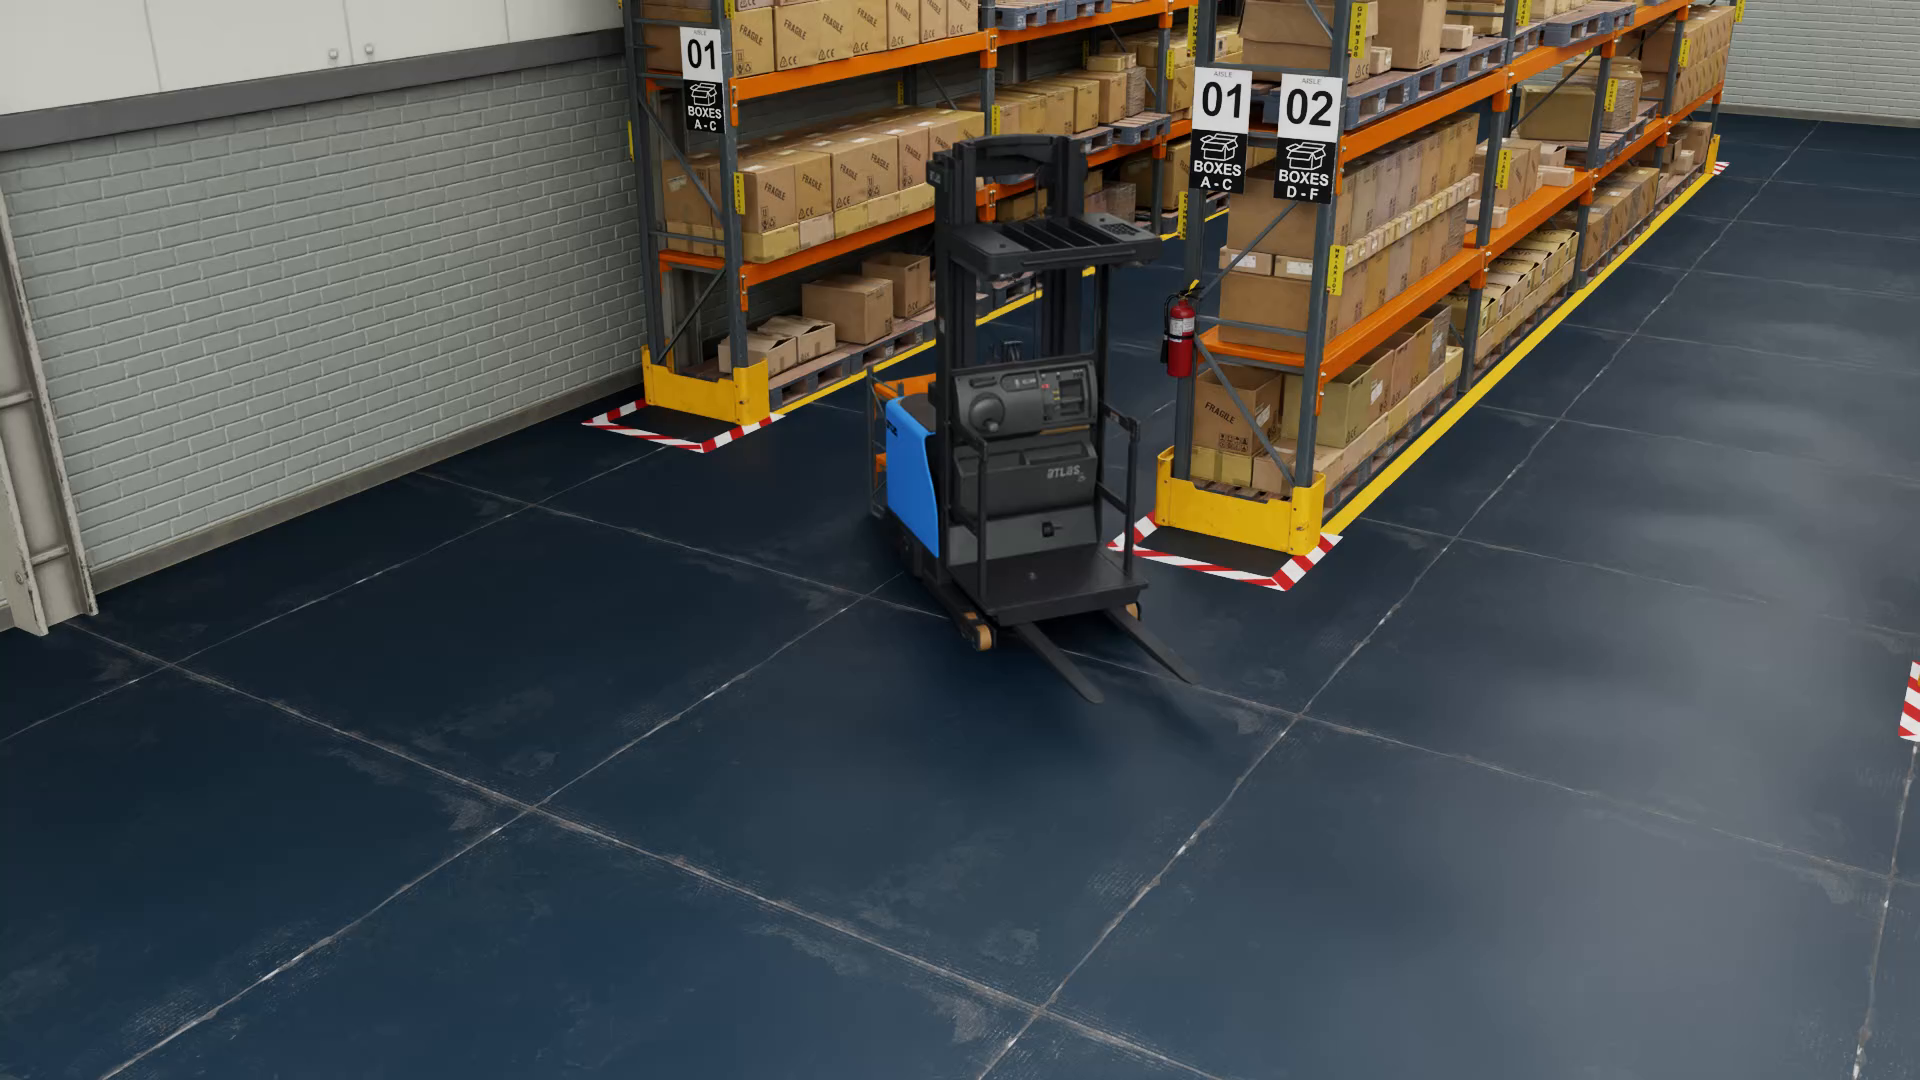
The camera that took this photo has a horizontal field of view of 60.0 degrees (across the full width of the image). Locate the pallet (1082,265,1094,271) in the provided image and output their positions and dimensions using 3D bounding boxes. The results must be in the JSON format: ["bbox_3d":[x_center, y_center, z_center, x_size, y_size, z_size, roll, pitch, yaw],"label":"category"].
[{"bbox_3d":[0.937,-3.229,18.943,1.003,0.211,1.213,14,27,29],"label":"pallet"}]

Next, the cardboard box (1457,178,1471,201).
[{"bbox_3d":[4.001,-2.919,13.775,0.380,0.149,0.250,13,27,28],"label":"cardboard box"}]

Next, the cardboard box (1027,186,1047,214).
[{"bbox_3d":[0.759,-3.809,18.421,0.500,0.250,0.500,13,27,27],"label":"cardboard box"}]

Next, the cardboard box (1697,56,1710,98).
[{"bbox_3d":[9.615,-6.170,22.101,0.500,0.500,0.500,13,27,28],"label":"cardboard box"}]

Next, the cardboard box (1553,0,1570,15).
[{"bbox_3d":[5.441,-5.110,15.662,0.500,0.250,0.500,13,27,28],"label":"cardboard box"}]

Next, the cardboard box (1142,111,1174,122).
[{"bbox_3d":[2.365,-5.139,20.136,0.380,0.149,0.250,13,27,28],"label":"cardboard box"}]

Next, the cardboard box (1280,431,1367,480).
[{"bbox_3d":[2.717,-0.680,12.478,0.500,0.250,0.500,14,27,29],"label":"cardboard box"}]

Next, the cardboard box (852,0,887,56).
[{"bbox_3d":[-0.988,-4.509,14.464,0.500,0.500,0.500,16,28,32],"label":"cardboard box"}]

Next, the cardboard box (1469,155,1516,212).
[{"bbox_3d":[4.792,-3.275,15.413,0.500,0.500,0.500,16,28,33],"label":"cardboard box"}]

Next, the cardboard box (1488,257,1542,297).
[{"bbox_3d":[5.334,-2.590,16.184,0.500,0.311,0.500,15,27,30],"label":"cardboard box"}]

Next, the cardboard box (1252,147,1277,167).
[{"bbox_3d":[3.872,-5.492,22.838,0.750,0.750,0.750,14,27,30],"label":"cardboard box"}]

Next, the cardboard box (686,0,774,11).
[{"bbox_3d":[-1.816,-4.452,13.073,0.500,0.500,0.500,12,26,25],"label":"cardboard box"}]

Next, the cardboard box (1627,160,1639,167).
[{"bbox_3d":[8.770,-4.968,22.282,0.500,0.311,0.500,14,27,29],"label":"cardboard box"}]

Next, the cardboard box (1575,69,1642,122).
[{"bbox_3d":[7.435,-5.125,19.158,0.700,0.500,0.500,7,24,16],"label":"cardboard box"}]

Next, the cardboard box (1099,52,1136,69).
[{"bbox_3d":[1.838,-5.605,19.426,0.380,0.149,0.250,10,25,22],"label":"cardboard box"}]

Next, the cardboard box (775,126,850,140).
[{"bbox_3d":[-1.349,-3.484,15.241,0.500,0.500,0.500,14,27,30],"label":"cardboard box"}]

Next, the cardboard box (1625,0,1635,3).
[{"bbox_3d":[6.675,-5.894,17.689,0.910,0.500,0.500,14,27,29],"label":"cardboard box"}]

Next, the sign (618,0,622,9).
[{"bbox_3d":[-2.686,-4.388,13.221,0.100,0.325,0.005,14,27,29],"label":"sign"}]

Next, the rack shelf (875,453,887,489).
[{"bbox_3d":[-0.085,-0.518,12.146,1.000,0.278,0.538,-13,27,-28],"label":"rack shelf"}]

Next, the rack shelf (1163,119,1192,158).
[{"bbox_3d":[3.049,-5.527,21.648,1.077,0.370,4.000,14,27,29],"label":"rack shelf"}]

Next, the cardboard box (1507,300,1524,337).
[{"bbox_3d":[5.060,-2.158,15.892,0.500,0.250,0.500,13,27,27],"label":"cardboard box"}]

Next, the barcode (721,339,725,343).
[{"bbox_3d":[-2.114,-1.759,14.857,0.001,0.075,0.075,14,27,29],"label":"barcode"}]

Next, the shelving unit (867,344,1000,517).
[{"bbox_3d":[-0.085,-0.742,12.049,1.048,1.125,0.538,-13,27,-28],"label":"shelving unit"}]

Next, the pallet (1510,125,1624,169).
[{"bbox_3d":[6.503,-4.301,18.151,1.213,0.211,1.003,14,27,29],"label":"pallet"}]

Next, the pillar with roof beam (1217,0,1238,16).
[{"bbox_3d":[7.396,-8.801,20.753,9.100,9.000,0.400,14,27,29],"label":"pillar with roof beam"}]

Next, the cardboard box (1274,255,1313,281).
[{"bbox_3d":[2.375,-1.876,11.366,0.380,0.149,0.250,14,27,29],"label":"cardboard box"}]

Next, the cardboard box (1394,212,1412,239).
[{"bbox_3d":[3.186,-2.395,12.564,0.380,0.149,0.250,14,27,29],"label":"cardboard box"}]

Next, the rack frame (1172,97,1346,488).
[{"bbox_3d":[1.985,-1.445,11.313,1.000,3.000,0.127,14,27,29],"label":"rack frame"}]

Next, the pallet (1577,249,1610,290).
[{"bbox_3d":[6.631,-3.110,18.668,1.003,0.211,1.213,14,27,29],"label":"pallet"}]

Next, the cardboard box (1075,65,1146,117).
[{"bbox_3d":[1.755,-5.269,19.467,0.700,0.500,0.500,11,26,23],"label":"cardboard box"}]

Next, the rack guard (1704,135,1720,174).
[{"bbox_3d":[10.385,-5.673,24.225,1.175,0.500,0.348,14,27,29],"label":"rack guard"}]

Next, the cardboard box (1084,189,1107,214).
[{"bbox_3d":[1.288,-3.834,19.423,0.700,0.500,0.500,14,27,29],"label":"cardboard box"}]

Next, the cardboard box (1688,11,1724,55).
[{"bbox_3d":[9.888,-6.796,22.288,0.500,0.500,0.500,15,27,30],"label":"cardboard box"}]

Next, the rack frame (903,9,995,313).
[{"bbox_3d":[-0.116,-3.832,16.827,1.000,3.000,0.127,14,27,29],"label":"rack frame"}]

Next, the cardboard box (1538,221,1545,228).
[{"bbox_3d":[6.499,-3.565,18.802,0.500,0.500,0.500,15,28,31],"label":"cardboard box"}]

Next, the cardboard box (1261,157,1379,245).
[{"bbox_3d":[2.543,-2.438,11.847,0.700,0.500,0.500,13,27,28],"label":"cardboard box"}]

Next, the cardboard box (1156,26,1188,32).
[{"bbox_3d":[2.831,-6.444,21.390,0.500,0.250,0.500,13,27,28],"label":"cardboard box"}]

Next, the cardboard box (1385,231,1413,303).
[{"bbox_3d":[3.056,-2.169,12.859,0.700,0.500,0.500,15,27,31],"label":"cardboard box"}]

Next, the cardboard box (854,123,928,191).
[{"bbox_3d":[-0.635,-3.555,15.406,0.500,0.500,0.500,13,27,27],"label":"cardboard box"}]

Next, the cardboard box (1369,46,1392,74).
[{"bbox_3d":[2.755,-3.324,11.488,0.380,0.149,0.250,14,27,29],"label":"cardboard box"}]

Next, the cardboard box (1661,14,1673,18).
[{"bbox_3d":[9.162,-6.738,22.155,0.500,0.500,0.500,14,27,28],"label":"cardboard box"}]

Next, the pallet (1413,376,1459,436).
[{"bbox_3d":[3.640,-1.256,14.386,1.003,0.211,1.213,14,27,29],"label":"pallet"}]

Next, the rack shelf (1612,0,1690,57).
[{"bbox_3d":[7.260,-5.867,18.657,1.077,0.370,4.000,14,27,29],"label":"rack shelf"}]

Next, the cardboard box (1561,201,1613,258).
[{"bbox_3d":[6.959,-3.472,18.587,0.500,0.500,0.500,13,27,27],"label":"cardboard box"}]

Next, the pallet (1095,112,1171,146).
[{"bbox_3d":[1.709,-4.831,19.376,1.213,0.211,1.003,14,27,29],"label":"pallet"}]

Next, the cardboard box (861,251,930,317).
[{"bbox_3d":[-0.629,-2.528,16.407,0.500,0.500,0.500,12,26,25],"label":"cardboard box"}]

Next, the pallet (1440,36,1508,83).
[{"bbox_3d":[3.667,-3.838,13.176,1.003,0.211,1.213,14,27,29],"label":"pallet"}]

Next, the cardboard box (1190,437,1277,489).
[{"bbox_3d":[2.017,-0.619,12.337,0.500,0.250,0.500,14,27,29],"label":"cardboard box"}]

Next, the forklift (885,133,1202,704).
[{"bbox_3d":[0.492,-0.851,10.026,1.130,2.935,3.031,-9,25,-20],"label":"forklift"}]

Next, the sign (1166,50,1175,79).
[{"bbox_3d":[2.460,-5.567,19.476,0.100,0.325,0.005,14,27,29],"label":"sign"}]

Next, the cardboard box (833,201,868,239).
[{"bbox_3d":[-1.163,-2.870,14.767,0.500,0.250,0.500,13,27,28],"label":"cardboard box"}]

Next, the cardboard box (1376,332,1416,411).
[{"bbox_3d":[3.250,-1.361,13.106,0.500,0.500,0.500,14,27,29],"label":"cardboard box"}]

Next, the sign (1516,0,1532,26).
[{"bbox_3d":[4.567,-4.330,13.450,0.100,0.325,0.005,14,27,29],"label":"sign"}]
